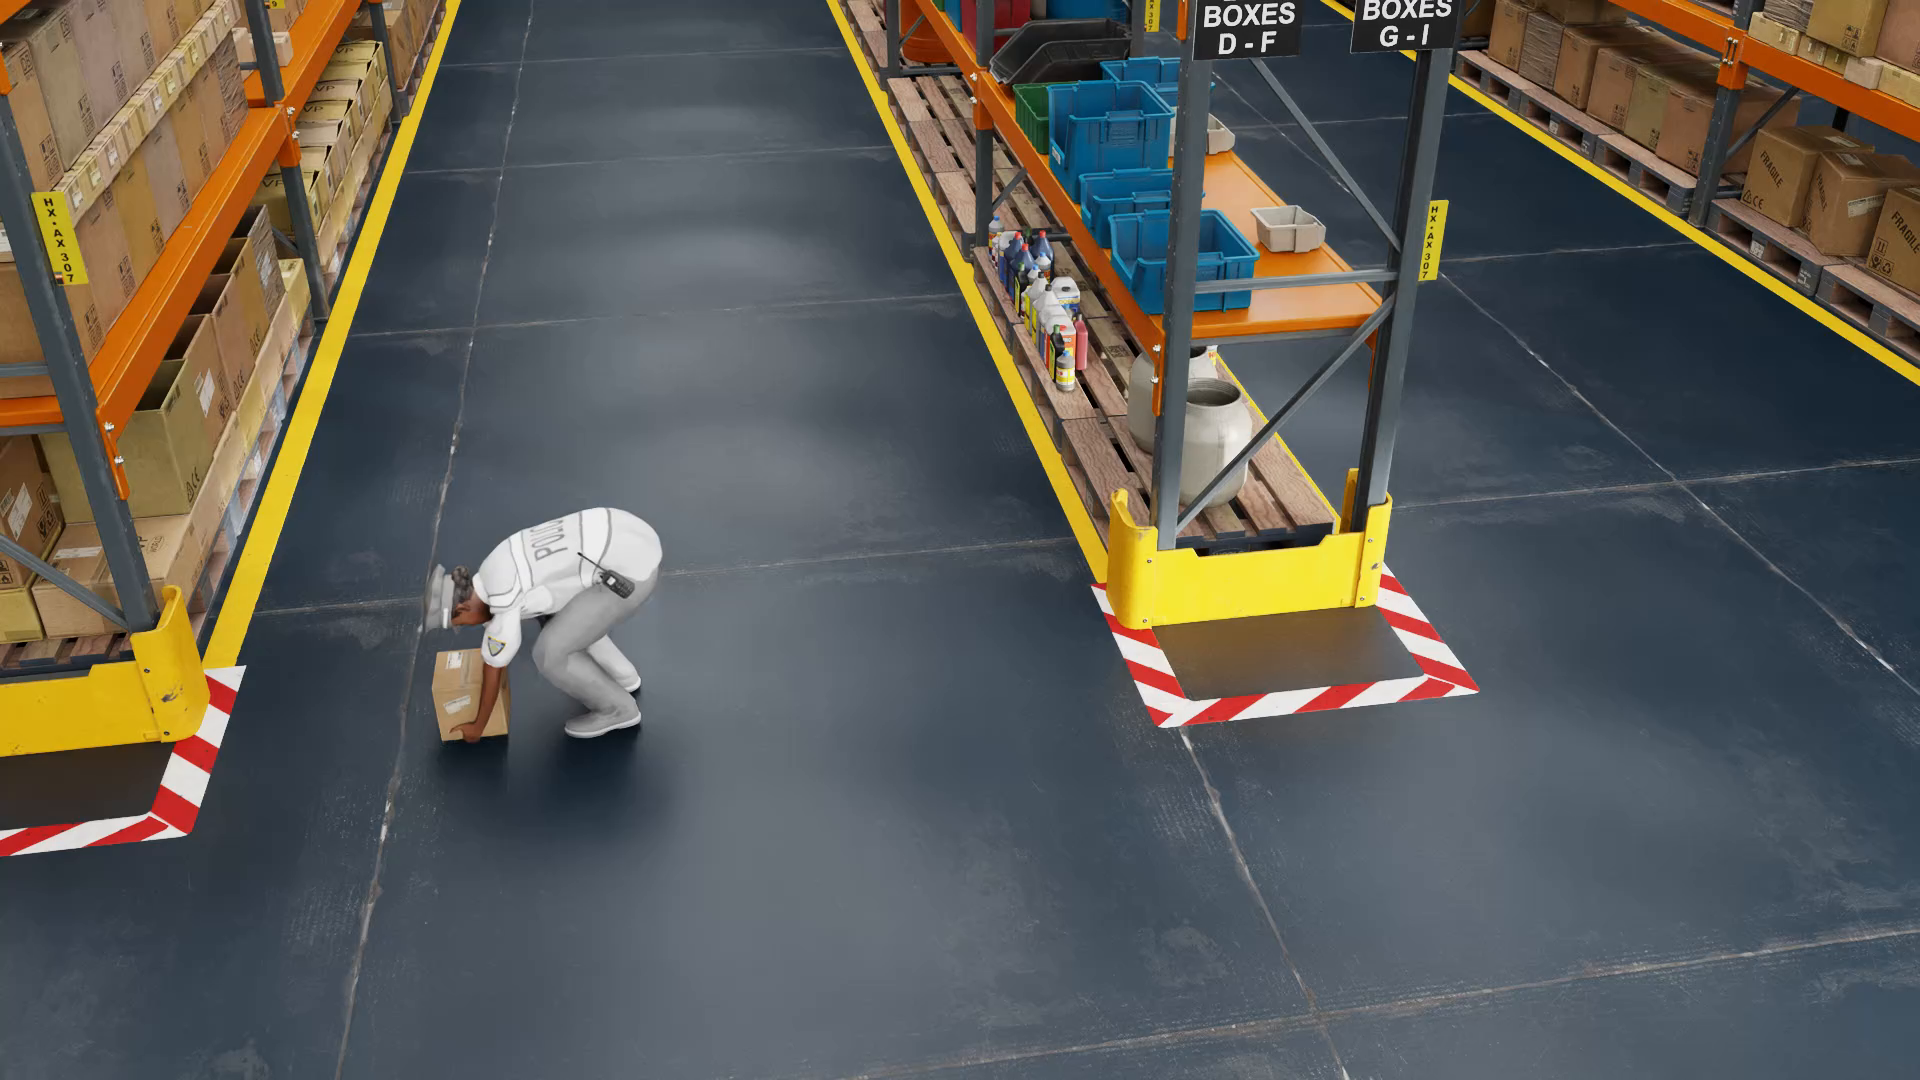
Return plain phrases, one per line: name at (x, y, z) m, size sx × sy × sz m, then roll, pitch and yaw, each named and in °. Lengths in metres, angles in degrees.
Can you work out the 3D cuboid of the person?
person at (-1.576, 0.328, 6.377) m, size 0.907 × 0.857 × 0.471 m, roll -7°, pitch 32°, yaw -11°
